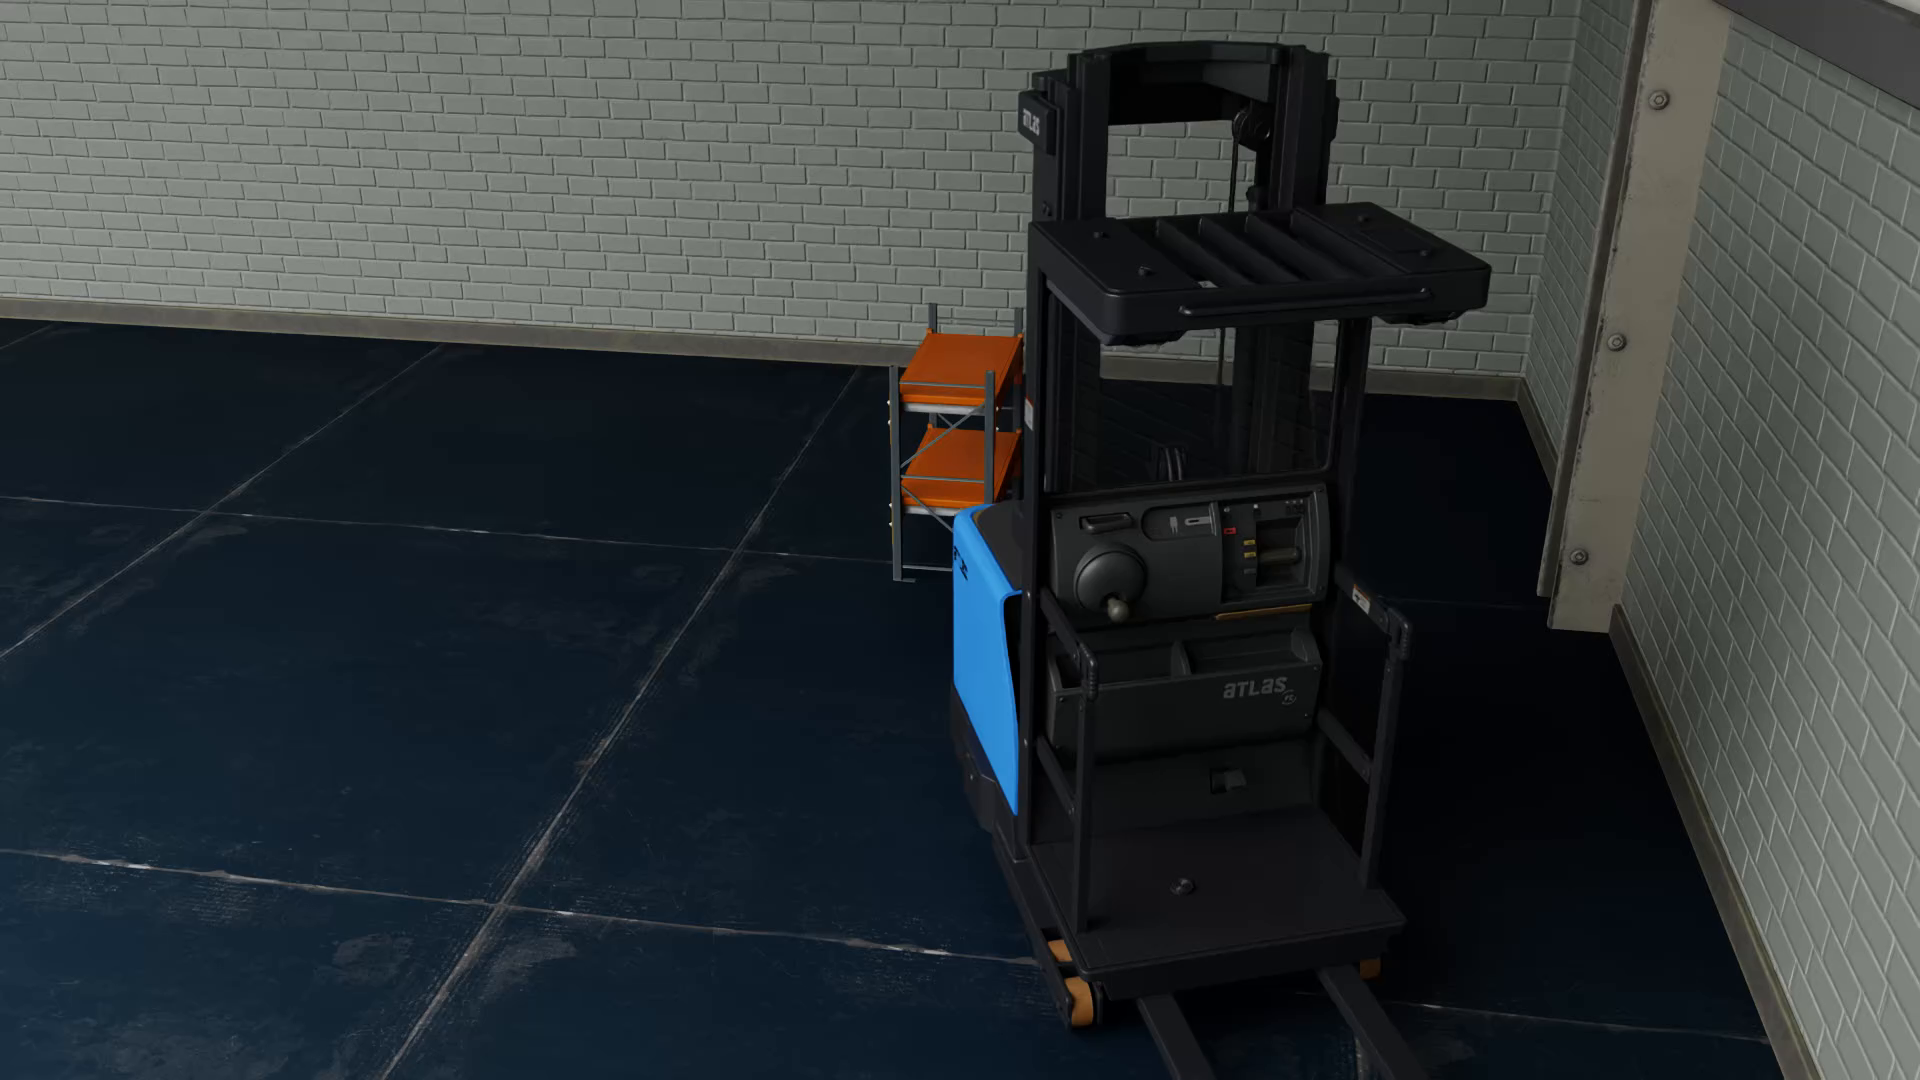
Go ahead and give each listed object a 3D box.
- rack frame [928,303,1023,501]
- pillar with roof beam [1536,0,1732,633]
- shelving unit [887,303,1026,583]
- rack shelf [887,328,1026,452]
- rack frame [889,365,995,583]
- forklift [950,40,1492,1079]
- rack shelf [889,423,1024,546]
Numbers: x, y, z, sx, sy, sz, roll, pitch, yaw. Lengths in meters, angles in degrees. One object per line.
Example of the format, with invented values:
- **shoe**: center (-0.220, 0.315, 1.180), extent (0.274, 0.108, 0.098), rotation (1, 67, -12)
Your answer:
- **rack frame**: center (0.082, -0.719, 8.960), extent (0.500, 1.125, 0.032), rotation (4, 25, 9)
- **pillar with roof beam**: center (-1.281, -4.029, 6.742), extent (9.100, 9.000, 0.400), rotation (4, 25, 9)
- **shelving unit**: center (-0.001, -0.507, 8.506), extent (0.538, 1.125, 1.048), rotation (4, 25, 9)
- **rack shelf**: center (-0.001, -0.772, 8.381), extent (0.538, 0.278, 1.000), rotation (4, 25, 9)
- **rack frame**: center (-0.084, -0.294, 8.051), extent (0.500, 1.125, 0.032), rotation (4, 25, 9)
- **forklift**: center (0.796, 0.073, 5.138), extent (1.130, 2.935, 3.031), rotation (-6, 26, -12)
- **rack shelf**: center (-0.001, -0.285, 8.609), extent (0.538, 0.278, 1.000), rotation (4, 25, 9)
